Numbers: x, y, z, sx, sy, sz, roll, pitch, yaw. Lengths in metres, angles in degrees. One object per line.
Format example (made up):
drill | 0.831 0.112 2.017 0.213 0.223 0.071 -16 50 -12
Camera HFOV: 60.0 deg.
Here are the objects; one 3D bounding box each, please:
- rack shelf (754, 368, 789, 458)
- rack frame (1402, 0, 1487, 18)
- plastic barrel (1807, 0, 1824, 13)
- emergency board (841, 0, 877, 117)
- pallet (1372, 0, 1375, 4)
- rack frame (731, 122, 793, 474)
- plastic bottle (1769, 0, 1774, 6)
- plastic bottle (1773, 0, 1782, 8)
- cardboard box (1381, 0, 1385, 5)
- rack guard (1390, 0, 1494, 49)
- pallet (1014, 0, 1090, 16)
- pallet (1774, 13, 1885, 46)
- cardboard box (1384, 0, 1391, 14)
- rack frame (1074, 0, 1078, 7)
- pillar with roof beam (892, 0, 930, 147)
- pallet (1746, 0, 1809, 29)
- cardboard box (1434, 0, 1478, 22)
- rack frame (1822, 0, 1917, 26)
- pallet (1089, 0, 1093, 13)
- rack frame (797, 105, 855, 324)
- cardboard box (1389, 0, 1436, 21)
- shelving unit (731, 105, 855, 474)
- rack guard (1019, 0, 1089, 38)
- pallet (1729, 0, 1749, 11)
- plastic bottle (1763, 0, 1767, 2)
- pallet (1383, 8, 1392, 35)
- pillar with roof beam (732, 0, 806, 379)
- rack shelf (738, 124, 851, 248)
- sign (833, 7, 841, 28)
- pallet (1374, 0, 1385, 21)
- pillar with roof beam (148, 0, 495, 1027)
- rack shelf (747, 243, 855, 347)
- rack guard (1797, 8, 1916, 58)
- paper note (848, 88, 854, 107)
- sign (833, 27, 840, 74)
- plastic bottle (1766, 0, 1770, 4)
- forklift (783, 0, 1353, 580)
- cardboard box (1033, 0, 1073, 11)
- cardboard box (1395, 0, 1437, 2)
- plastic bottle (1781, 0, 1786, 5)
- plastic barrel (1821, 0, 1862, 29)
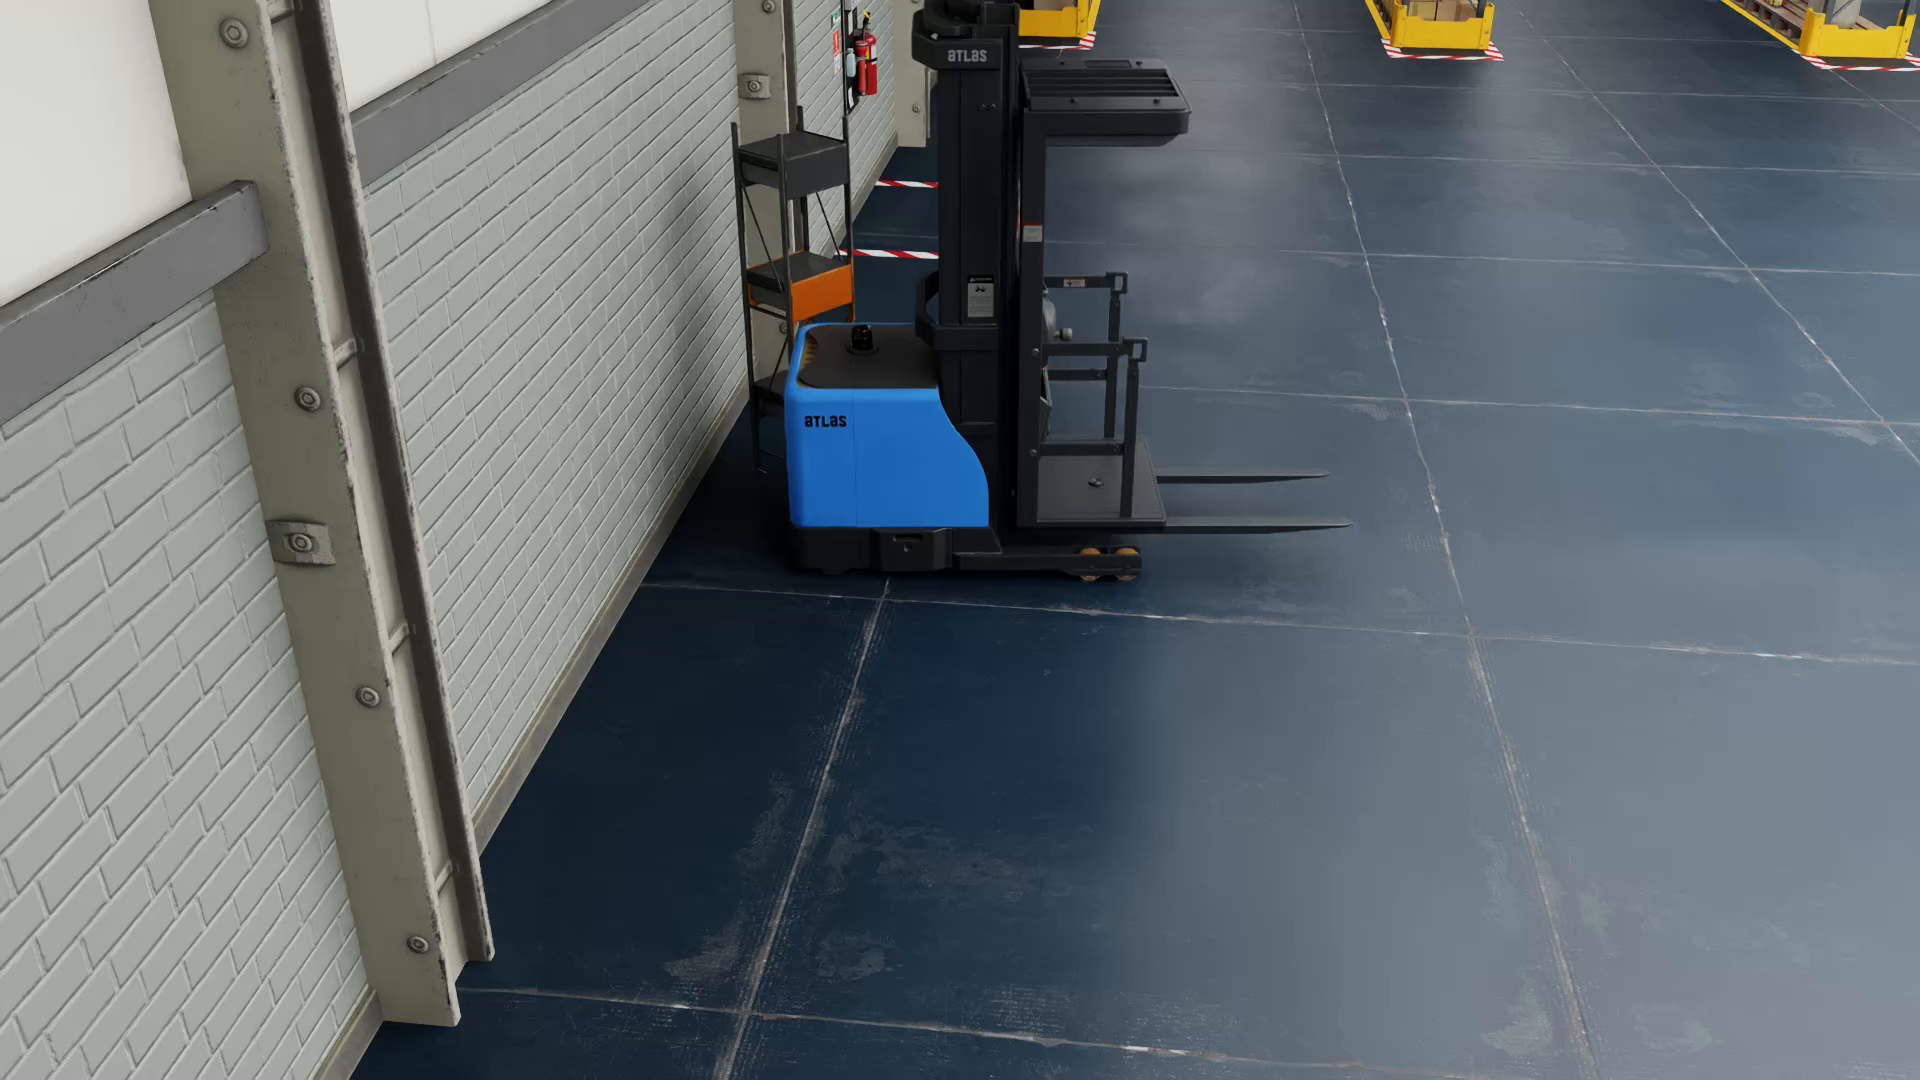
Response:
rack shelf | -0.925 -0.745 9.922 0.431 0.518 0.480 23 36 36
rack frame | 5.948 -7.475 19.963 1.000 3.000 0.127 3 28 6
plastic barrel | 10.929 -6.825 20.937 0.421 0.512 0.421 0 28 0
emergency board | -0.818 -4.156 13.801 0.194 1.169 0.643 3 28 6
pallet | 6.299 -7.759 23.429 1.003 0.211 1.213 3 28 6
rack frame | -1.091 -1.286 9.423 0.400 2.100 0.015 23 36 36
plastic bottle | 10.649 -7.129 21.721 0.061 0.283 0.133 4 29 7
plastic bottle | 10.653 -7.037 21.636 0.097 0.201 0.097 0 28 0
cardboard box | 5.829 -7.191 21.891 0.500 0.250 0.500 3 28 6
rack guard | 5.945 -6.363 20.534 1.175 0.500 0.348 3 28 6
pallet | 1.175 -6.950 21.927 1.003 0.211 1.213 3 28 6
pallet | 10.931 -6.378 20.867 1.003 0.211 1.213 3 28 6
cardboard box | 5.769 -6.955 21.454 0.500 0.250 0.500 3 28 6
rack frame | 1.031 -7.761 20.494 1.000 3.000 0.127 3 28 6
pillar with roof beam | 3.795 -7.708 14.069 9.100 9.000 0.400 3 28 6
pallet | 11.083 -6.951 21.930 1.003 0.211 1.213 3 28 6
cardboard box | 6.234 -6.689 20.960 0.500 0.250 0.500 3 28 6
rack frame | 10.863 -7.186 19.425 1.000 3.000 0.127 3 28 6
pallet | 1.327 -7.522 22.990 1.003 0.211 1.213 3 28 6
rack frame | -0.763 -1.459 9.740 0.400 2.100 0.015 23 36 36
cardboard box | 5.720 -6.719 21.016 0.500 0.250 0.500 3 28 6
shelving unit | -0.927 -1.373 9.582 0.431 2.100 0.503 23 36 36
rack guard | 1.040 -6.697 21.153 1.175 0.500 0.348 3 28 6
pallet | 11.230 -7.527 22.999 1.003 0.211 1.213 3 28 6
plastic bottle | 10.728 -7.252 21.957 0.152 0.276 0.135 3 28 5
pallet | 6.000 -6.610 21.297 1.003 0.211 1.213 3 28 6
pillar with roof beam | 3.060 -4.883 8.827 9.100 9.000 0.400 3 28 6
rack shelf | -0.929 -1.976 9.254 0.431 0.518 0.480 23 36 36
sign | -0.978 -4.152 13.198 0.001 0.109 0.331 3 28 6
pallet | 6.152 -7.183 22.360 1.003 0.211 1.213 3 28 6
pillar with roof beam | 2.325 -2.059 3.584 9.100 9.000 0.400 3 28 6
rack shelf | -0.927 -1.361 9.588 0.431 0.518 0.480 23 36 36
rack guard | 10.826 -6.124 20.089 1.175 0.500 0.348 3 28 6
paper note | -0.908 -3.689 13.863 0.016 0.148 0.142 3 28 6
sign | -0.988 -3.917 13.321 0.001 0.329 0.234 3 28 6
plastic bottle | 10.711 -7.187 21.836 0.152 0.276 0.135 4 29 7
forklift | 0.599 -1.330 8.629 3.031 2.935 1.130 0 28 0
cardboard box | 1.205 -7.092 21.622 0.500 0.311 0.500 0 28 0
cardboard box | 5.718 -7.049 20.838 0.500 0.500 0.500 3 28 6
plastic bottle | 10.817 -7.184 21.823 0.061 0.283 0.133 3 28 6
plastic barrel | 10.868 -6.589 20.499 0.421 0.512 0.421 0 28 0
